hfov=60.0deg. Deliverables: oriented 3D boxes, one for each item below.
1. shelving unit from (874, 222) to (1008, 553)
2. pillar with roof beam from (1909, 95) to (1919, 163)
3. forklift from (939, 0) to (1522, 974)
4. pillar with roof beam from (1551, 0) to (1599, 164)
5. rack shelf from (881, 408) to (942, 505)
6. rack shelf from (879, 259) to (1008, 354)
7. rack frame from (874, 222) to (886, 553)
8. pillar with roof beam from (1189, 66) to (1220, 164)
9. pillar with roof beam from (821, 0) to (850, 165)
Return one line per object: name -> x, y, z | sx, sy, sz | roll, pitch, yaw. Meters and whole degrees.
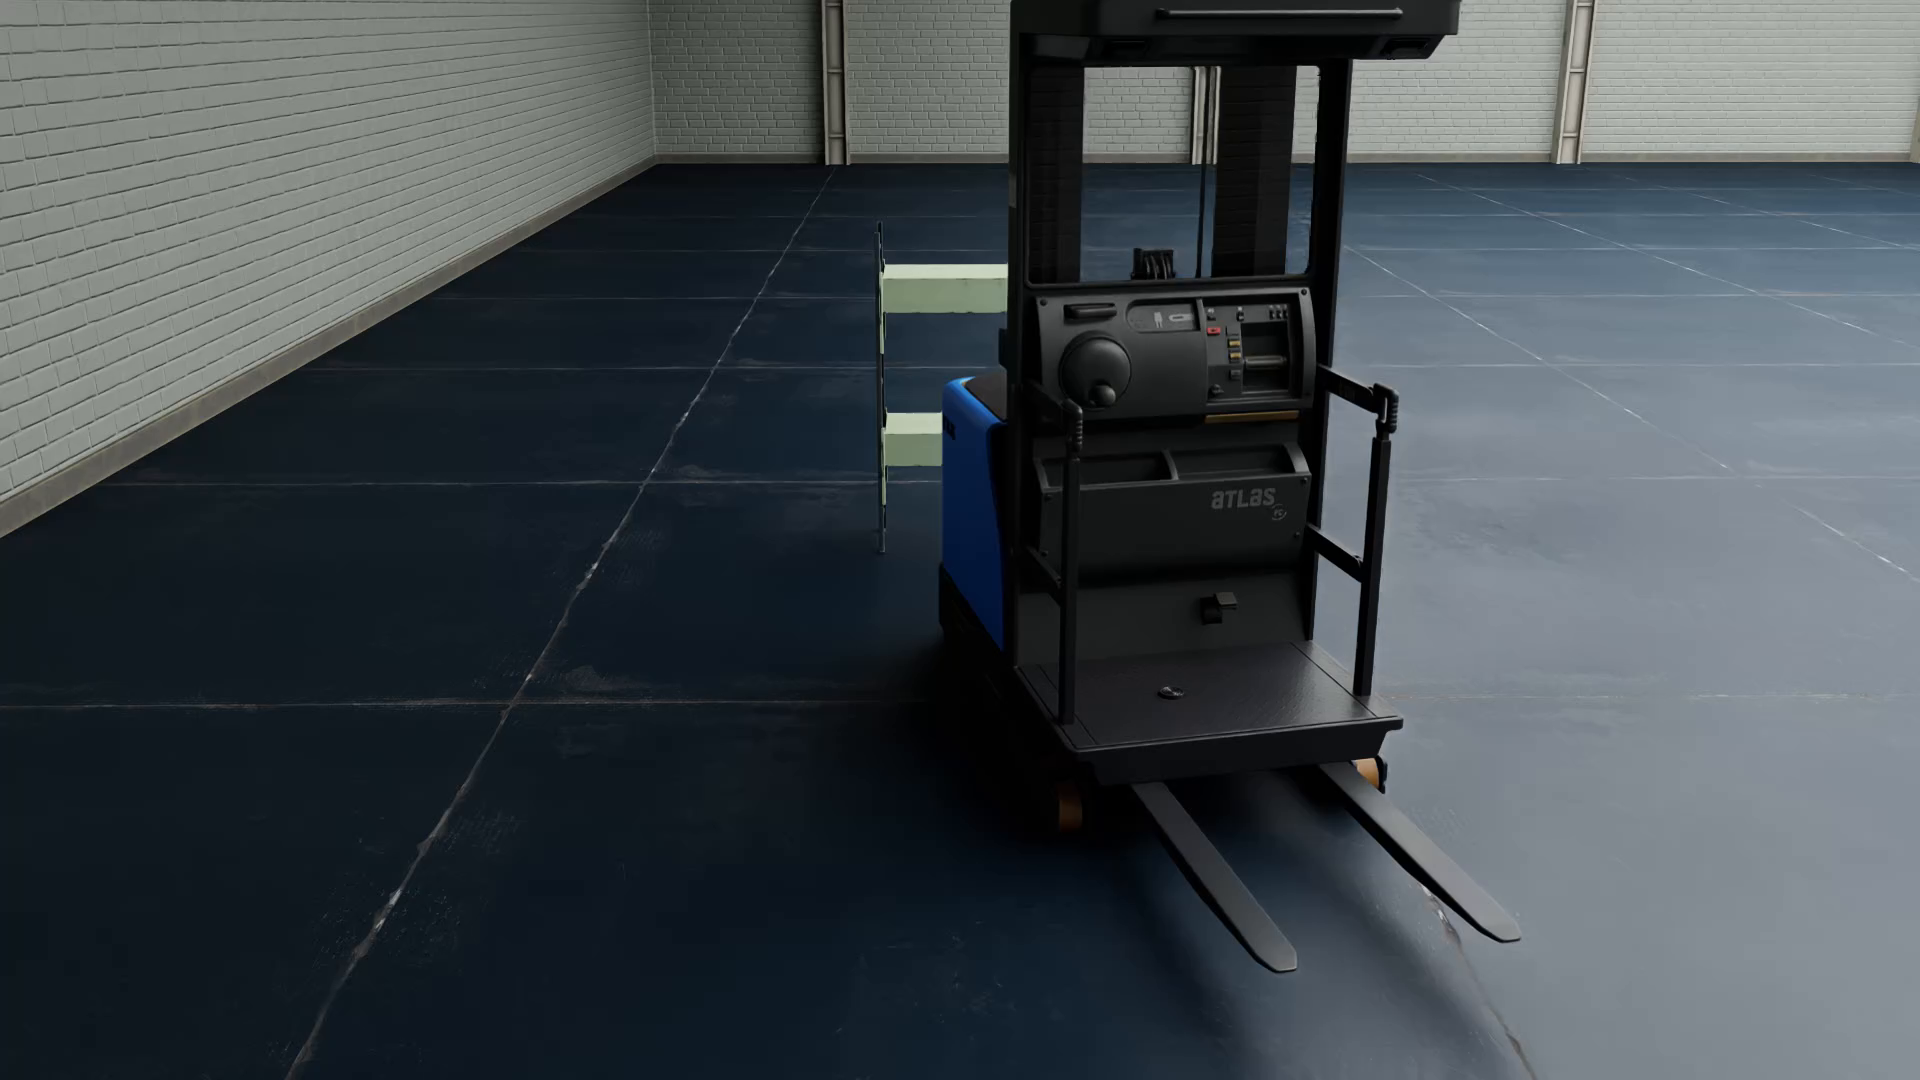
shelving unit -> -0.007, -0.714, 7.818 | 0.755, 1.500, 0.431 | 0, 18, -1
pillar with roof beam -> 16.060, -9.228, 22.081 | 0.400, 9.000, 9.100 | 0, 18, -1
forklift -> 0.748, -0.607, 5.140 | 1.130, 2.935, 3.031 | -4, 18, -12
pillar with roof beam -> 10.061, -9.199, 21.991 | 0.400, 9.000, 9.100 | 0, 18, -1
rack shelf -> -0.007, -0.404, 7.918 | 0.720, 0.370, 0.431 | 0, 18, -1
rack shelf -> -0.007, -1.086, 7.699 | 0.720, 0.370, 0.431 | 0, 18, -1
rack frame -> -0.373, -0.712, 7.813 | 0.023, 1.500, 0.400 | 0, 18, -1
pillar with roof beam -> 4.062, -9.170, 21.901 | 0.400, 9.000, 9.100 | 0, 18, -1
pillar with roof beam -> -1.938, -9.141, 21.810 | 0.400, 9.000, 9.100 | 0, 18, -1
